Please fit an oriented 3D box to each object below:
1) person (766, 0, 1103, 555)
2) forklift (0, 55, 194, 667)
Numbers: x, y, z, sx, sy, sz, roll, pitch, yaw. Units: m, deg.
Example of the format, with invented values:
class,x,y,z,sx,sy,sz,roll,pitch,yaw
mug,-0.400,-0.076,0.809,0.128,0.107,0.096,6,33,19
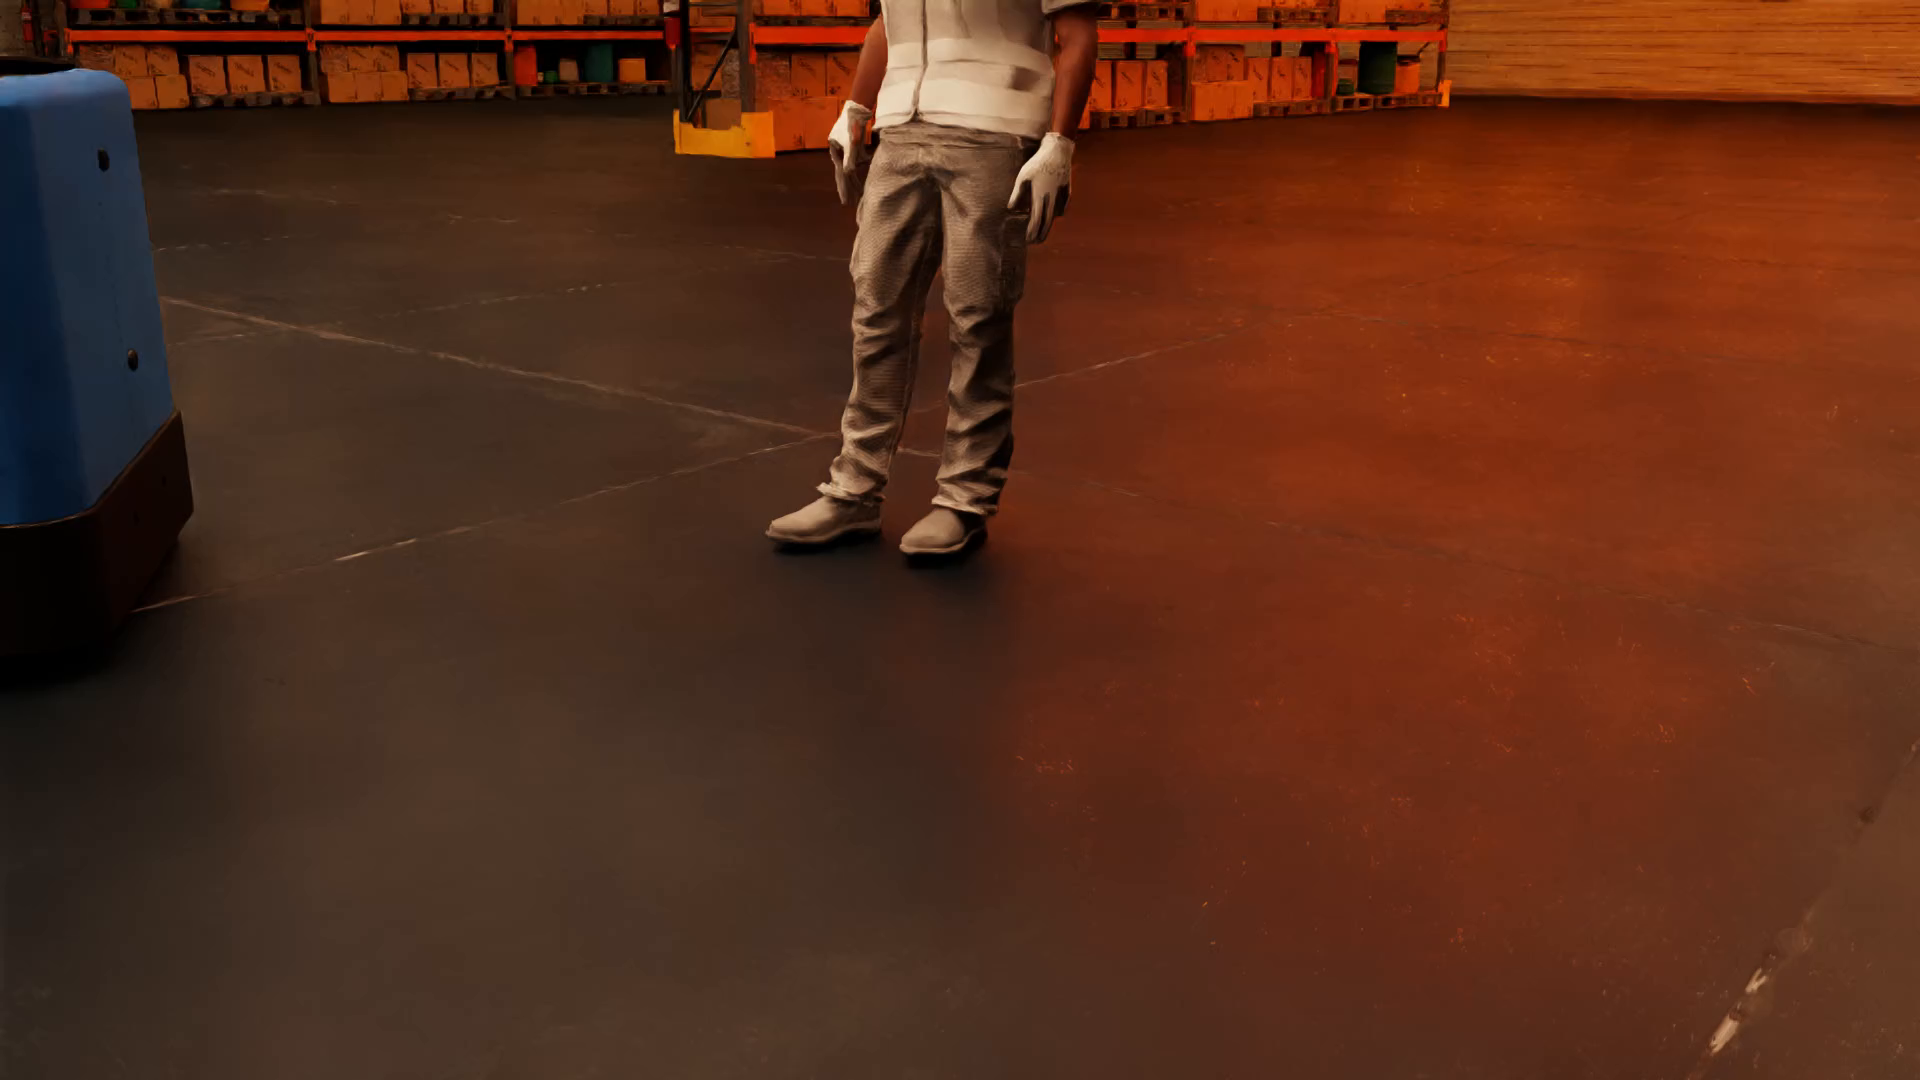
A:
class,x,y,z,sx,sy,sz,roll,pitch,yaw
person,-0.052,-0.843,3.633,0.655,1.777,0.576,13,21,37
forklift,-3.163,-1.171,2.755,3.031,2.935,1.130,-4,17,-14
